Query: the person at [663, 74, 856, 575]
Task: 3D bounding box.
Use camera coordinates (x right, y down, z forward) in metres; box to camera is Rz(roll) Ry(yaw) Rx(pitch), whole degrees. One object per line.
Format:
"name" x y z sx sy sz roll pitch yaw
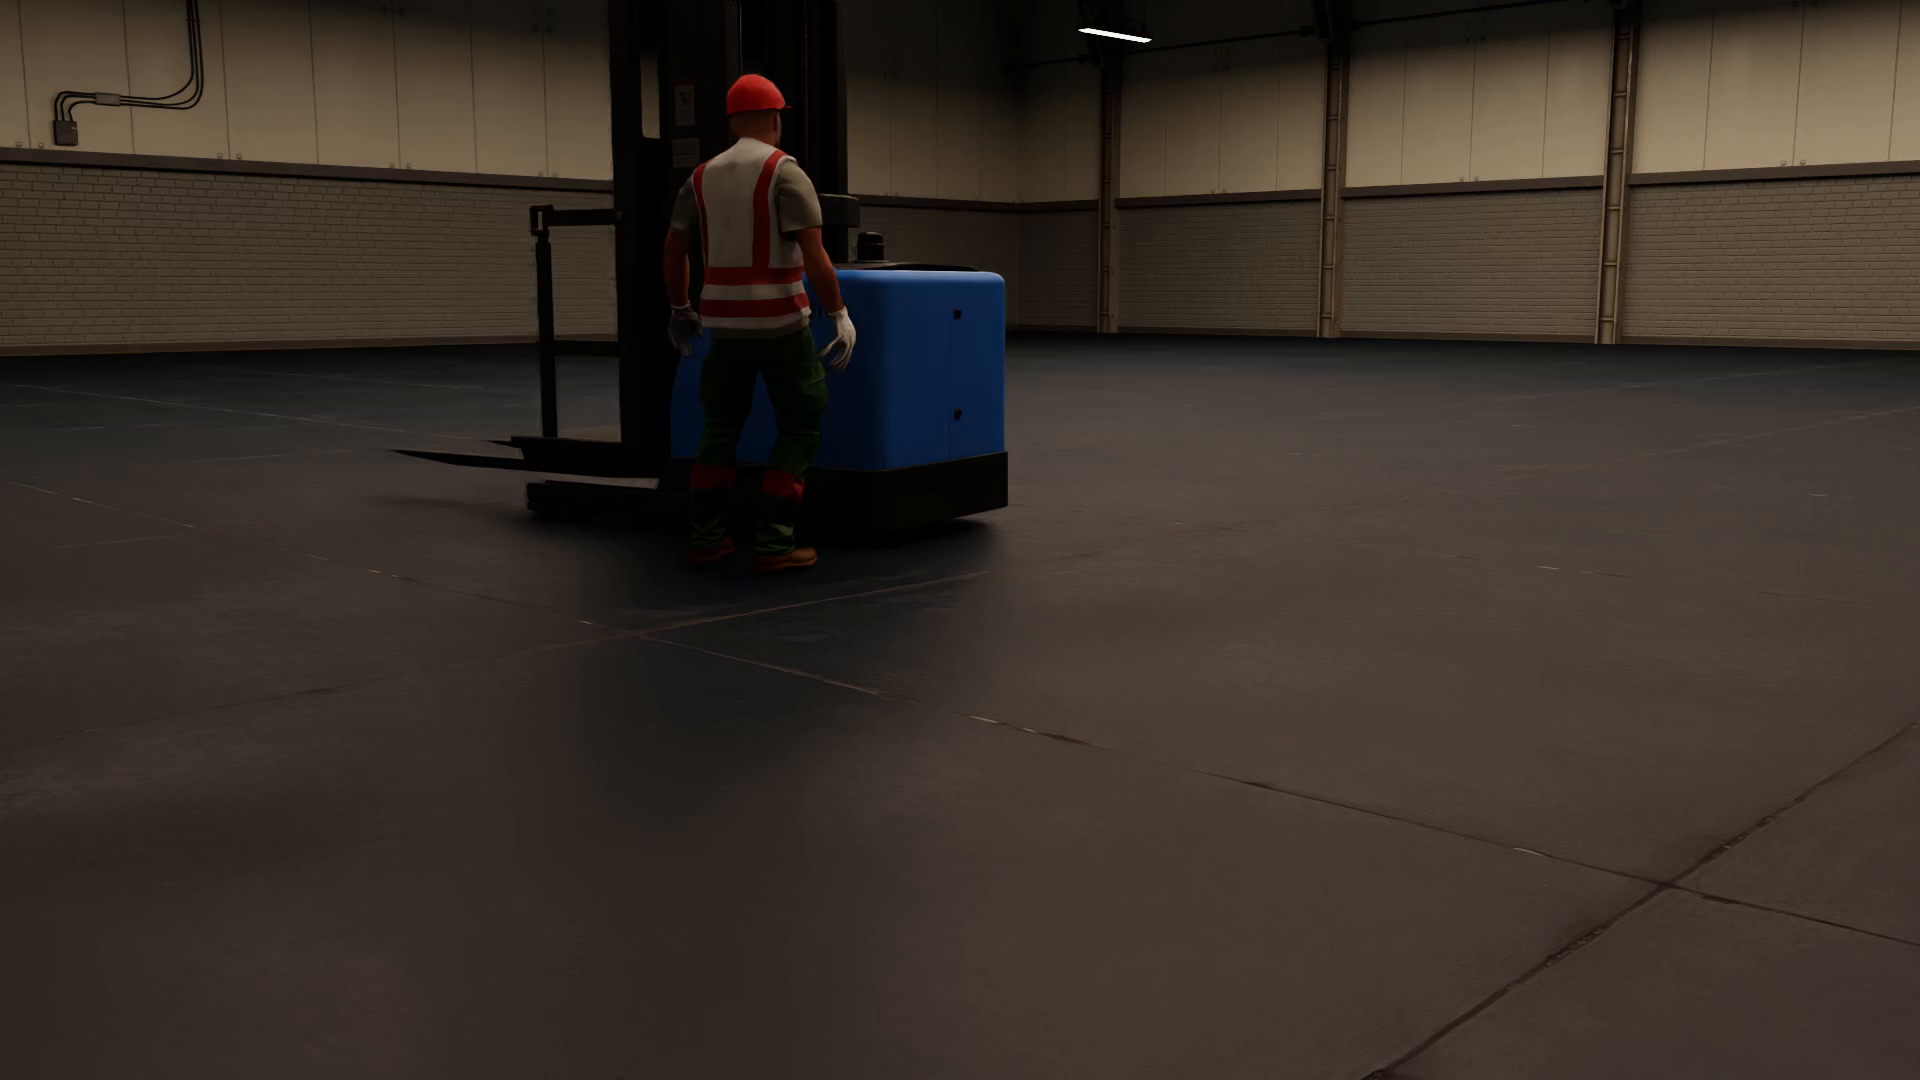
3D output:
"person" -0.721 -0.770 5.966 0.813 1.757 0.398 5 10 28

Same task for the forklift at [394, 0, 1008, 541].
"forklift" -1.311 -1.587 7.414 3.031 2.935 1.130 5 10 32
